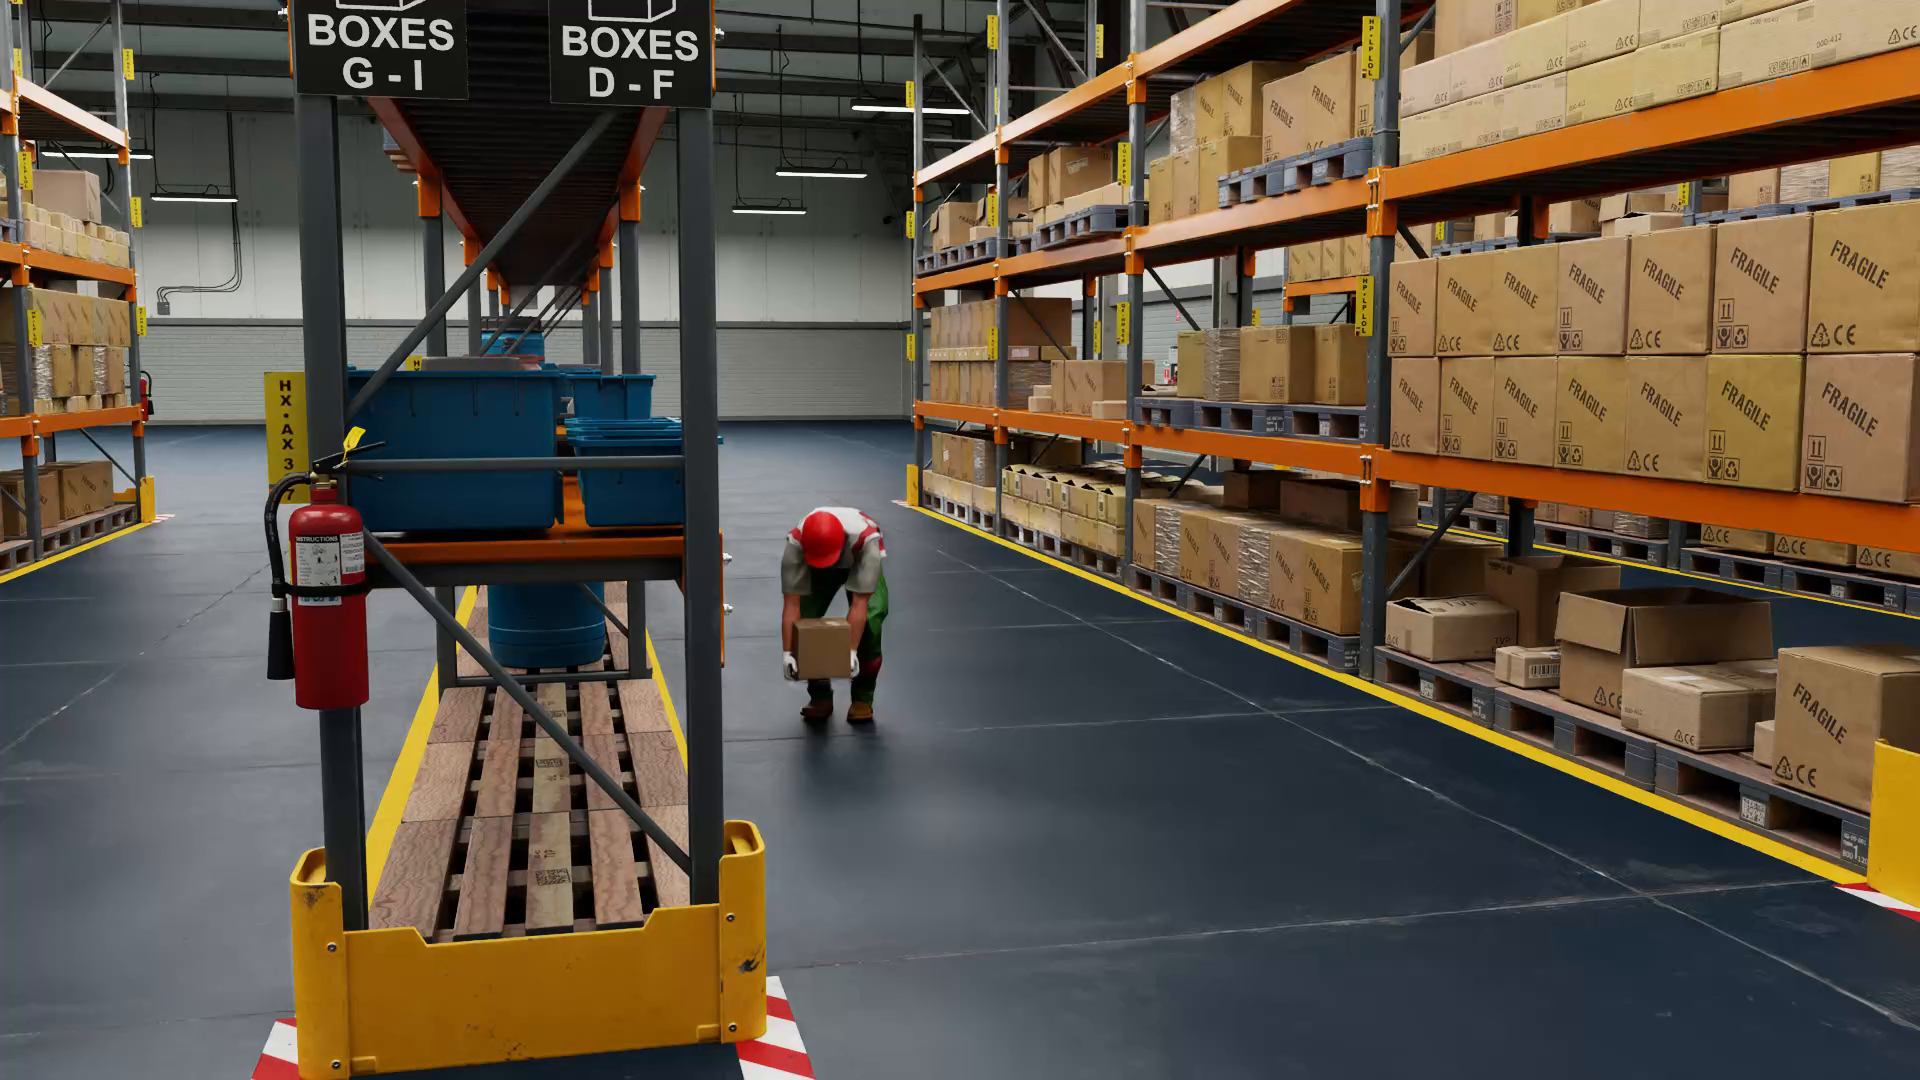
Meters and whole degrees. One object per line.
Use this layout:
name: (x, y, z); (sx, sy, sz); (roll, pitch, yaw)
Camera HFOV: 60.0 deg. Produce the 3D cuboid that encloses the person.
person: (-0.622, 0.365, 8.158); (0.517, 1.085, 0.956); (1, 6, 7)
